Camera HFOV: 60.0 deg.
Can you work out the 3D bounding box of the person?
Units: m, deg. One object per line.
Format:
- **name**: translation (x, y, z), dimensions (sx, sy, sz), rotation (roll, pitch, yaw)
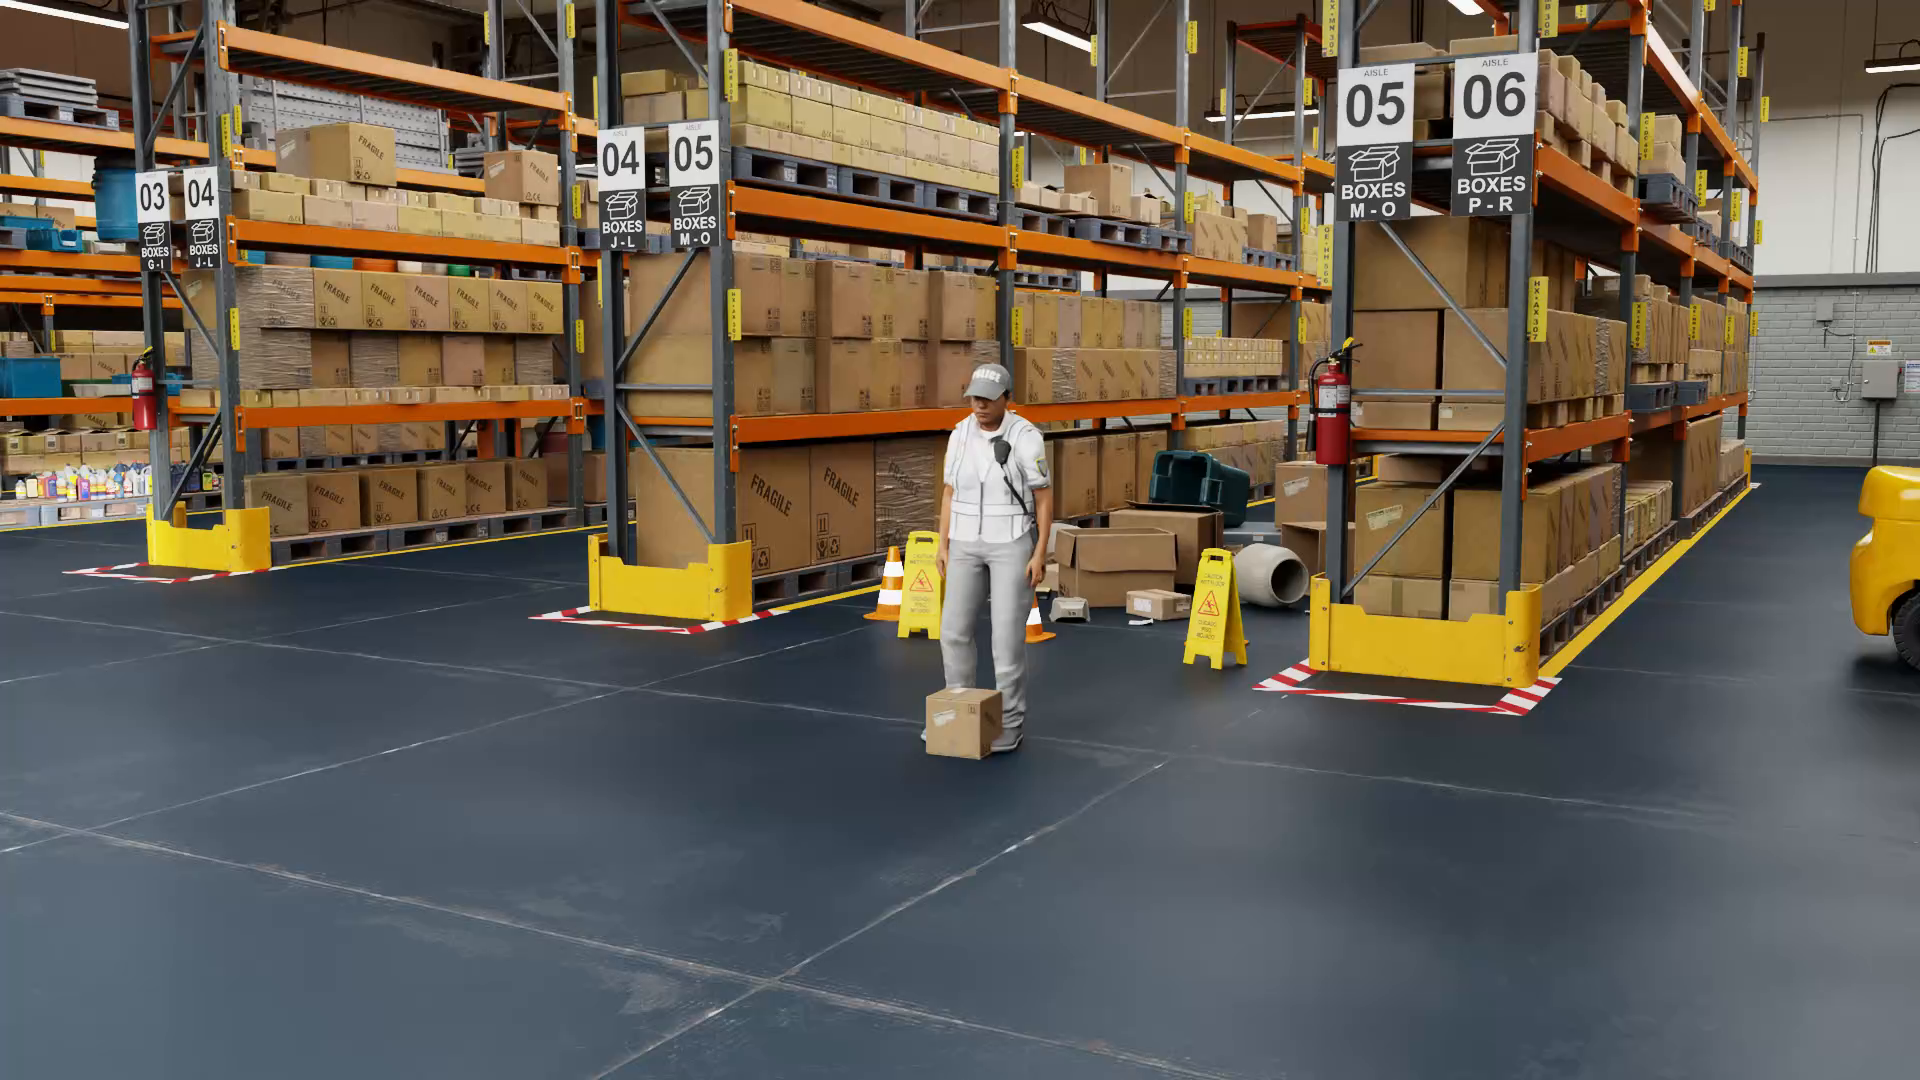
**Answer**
- **person**: translation (0.121, 0.062, 7.263), dimensions (0.554, 1.665, 0.456), rotation (3, 7, 25)
